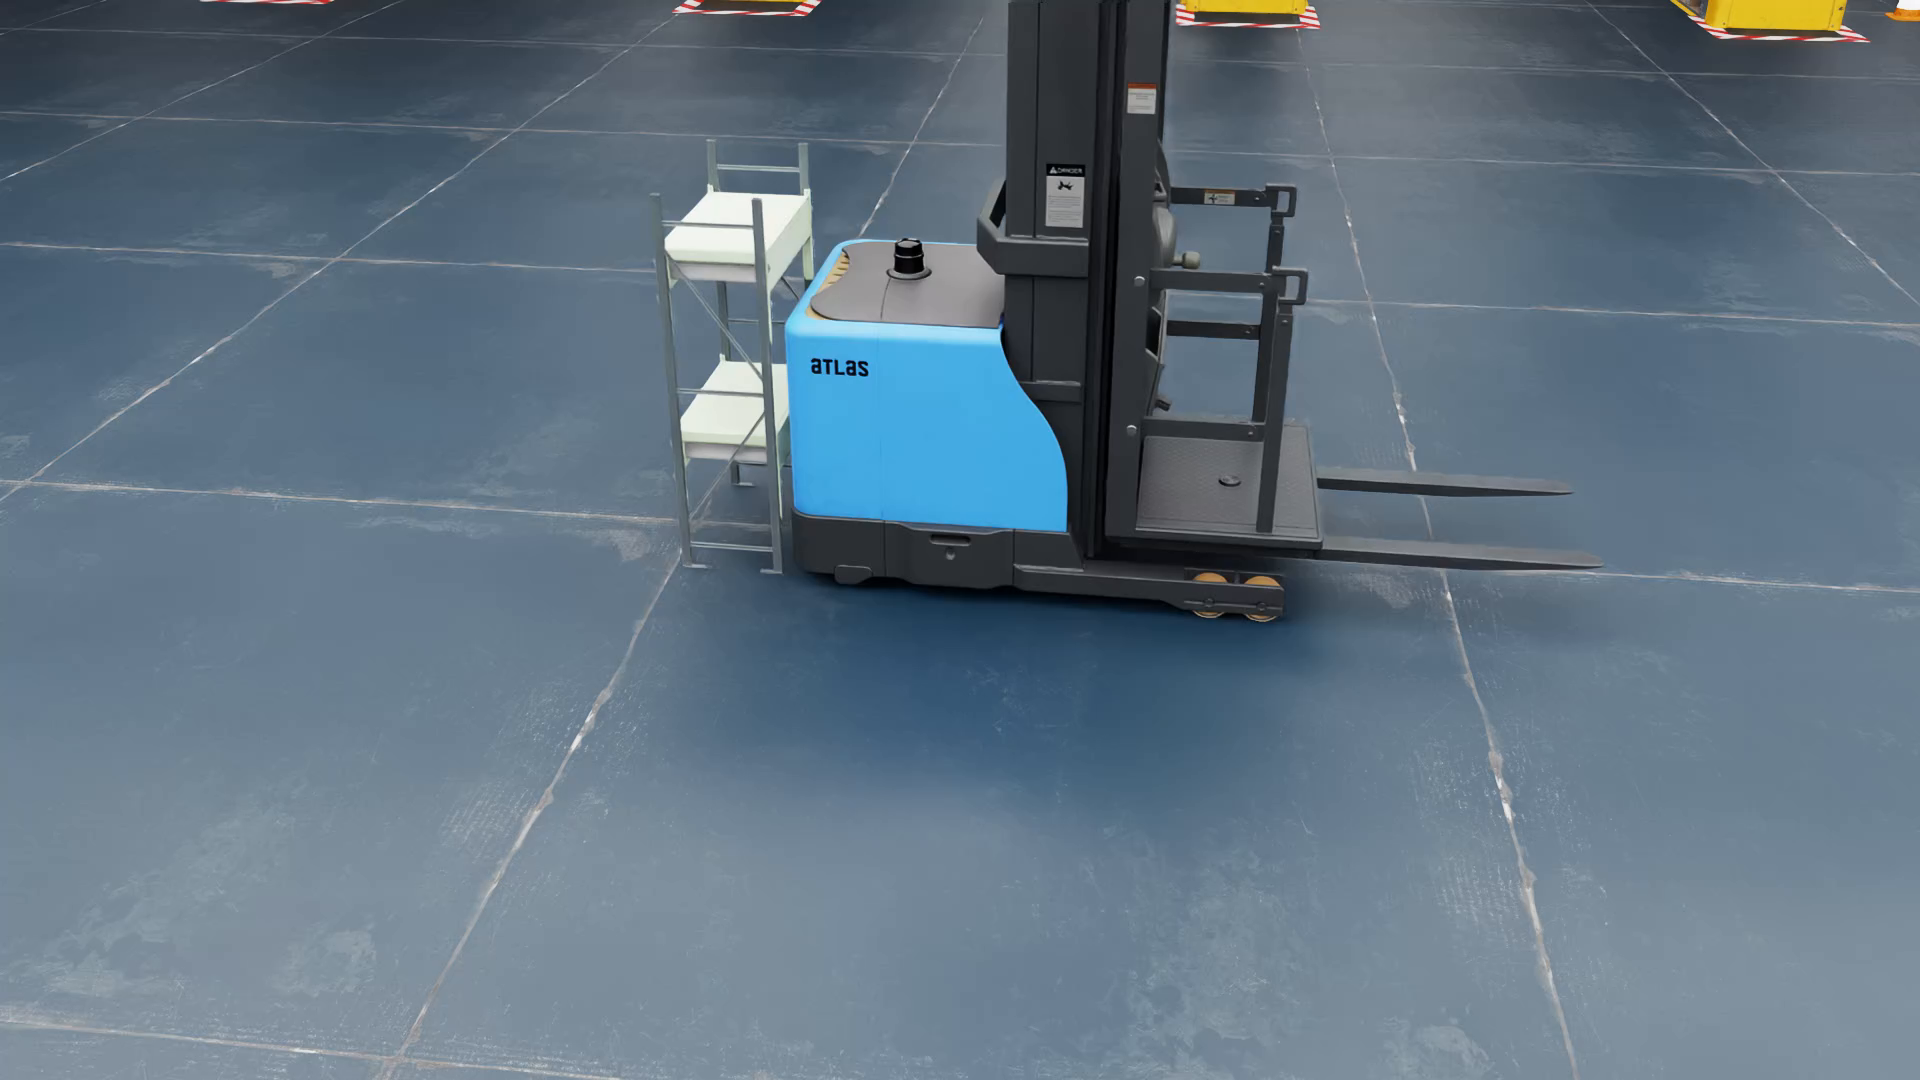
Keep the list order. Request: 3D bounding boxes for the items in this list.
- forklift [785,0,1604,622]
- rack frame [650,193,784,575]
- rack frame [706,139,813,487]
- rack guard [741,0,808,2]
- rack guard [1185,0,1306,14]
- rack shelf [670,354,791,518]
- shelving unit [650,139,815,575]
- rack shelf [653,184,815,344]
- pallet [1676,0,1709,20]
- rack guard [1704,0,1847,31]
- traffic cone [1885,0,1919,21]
[{"bbox_3d":[0.912,-1.256,5.991,3.031,2.935,1.130,4,29,7],"label":"forklift"},{"bbox_3d":[-0.890,-0.543,6.176,0.400,1.500,0.023,4,29,7],"label":"rack frame"},{"bbox_3d":[-0.789,-0.887,6.814,0.400,1.500,0.023,4,29,7],"label":"rack frame"},{"bbox_3d":[-2.126,-5.796,16.981,1.175,0.500,0.348,3,28,6],"label":"rack guard"},{"bbox_3d":[2.836,-5.505,16.442,1.175,0.500,0.348,3,28,6],"label":"rack guard"},{"bbox_3d":[-0.840,-0.428,6.650,0.431,0.370,0.720,4,29,7],"label":"rack shelf"},{"bbox_3d":[-0.840,-0.715,6.495,0.431,1.500,0.755,4,29,7],"label":"shelving unit"},{"bbox_3d":[-0.840,-1.058,6.310,0.431,0.370,0.720,4,29,7],"label":"rack shelf"},{"bbox_3d":[7.757,-5.387,16.527,1.003,0.211,1.213,3,28,6],"label":"pallet"},{"bbox_3d":[7.734,-5.122,15.731,1.175,0.500,0.348,3,28,6],"label":"rack guard"},{"bbox_3d":[9.211,-5.285,16.071,0.336,0.463,0.334,3,28,6],"label":"traffic cone"}]
